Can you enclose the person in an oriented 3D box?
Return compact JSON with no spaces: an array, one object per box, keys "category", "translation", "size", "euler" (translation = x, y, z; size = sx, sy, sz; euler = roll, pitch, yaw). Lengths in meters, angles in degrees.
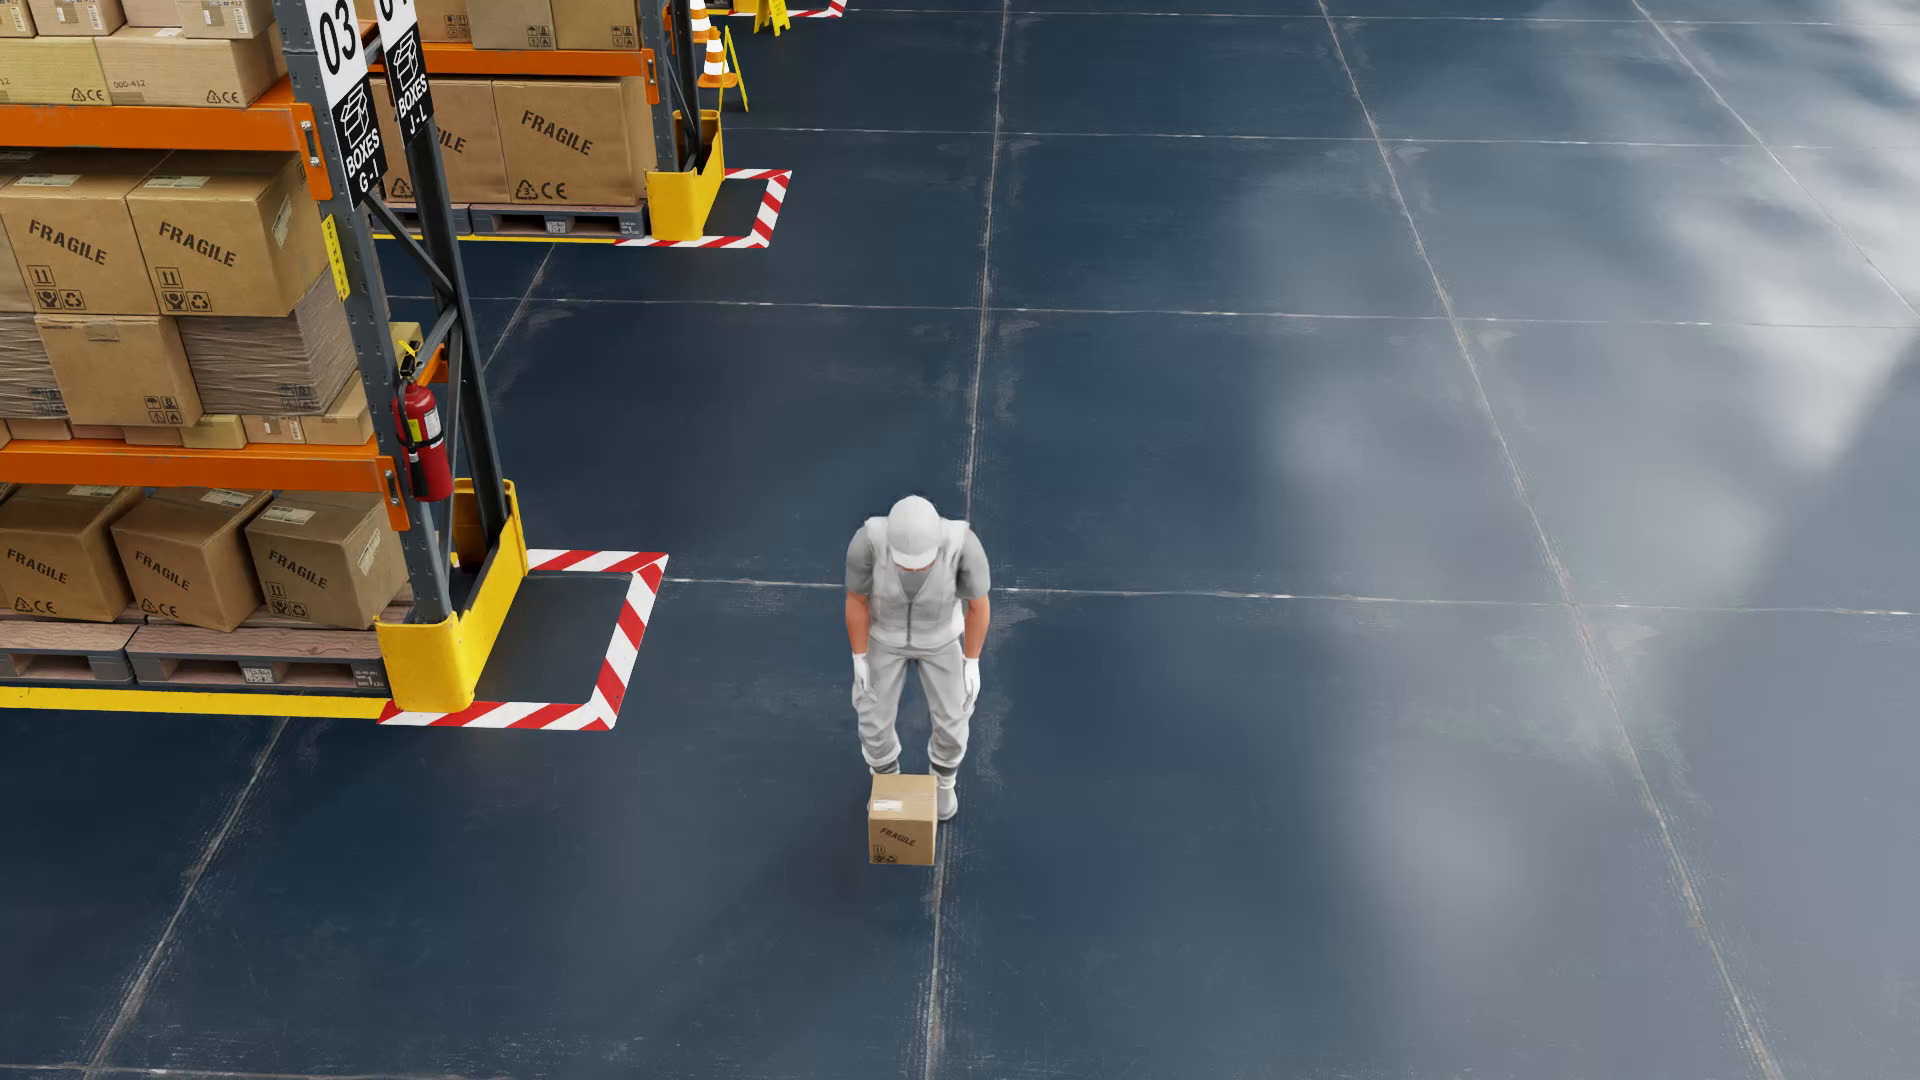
[{"category":"person","translation":[-0.163,0.444,6.596],"size":[0.564,1.647,0.580],"euler":[2,35,3]}]
